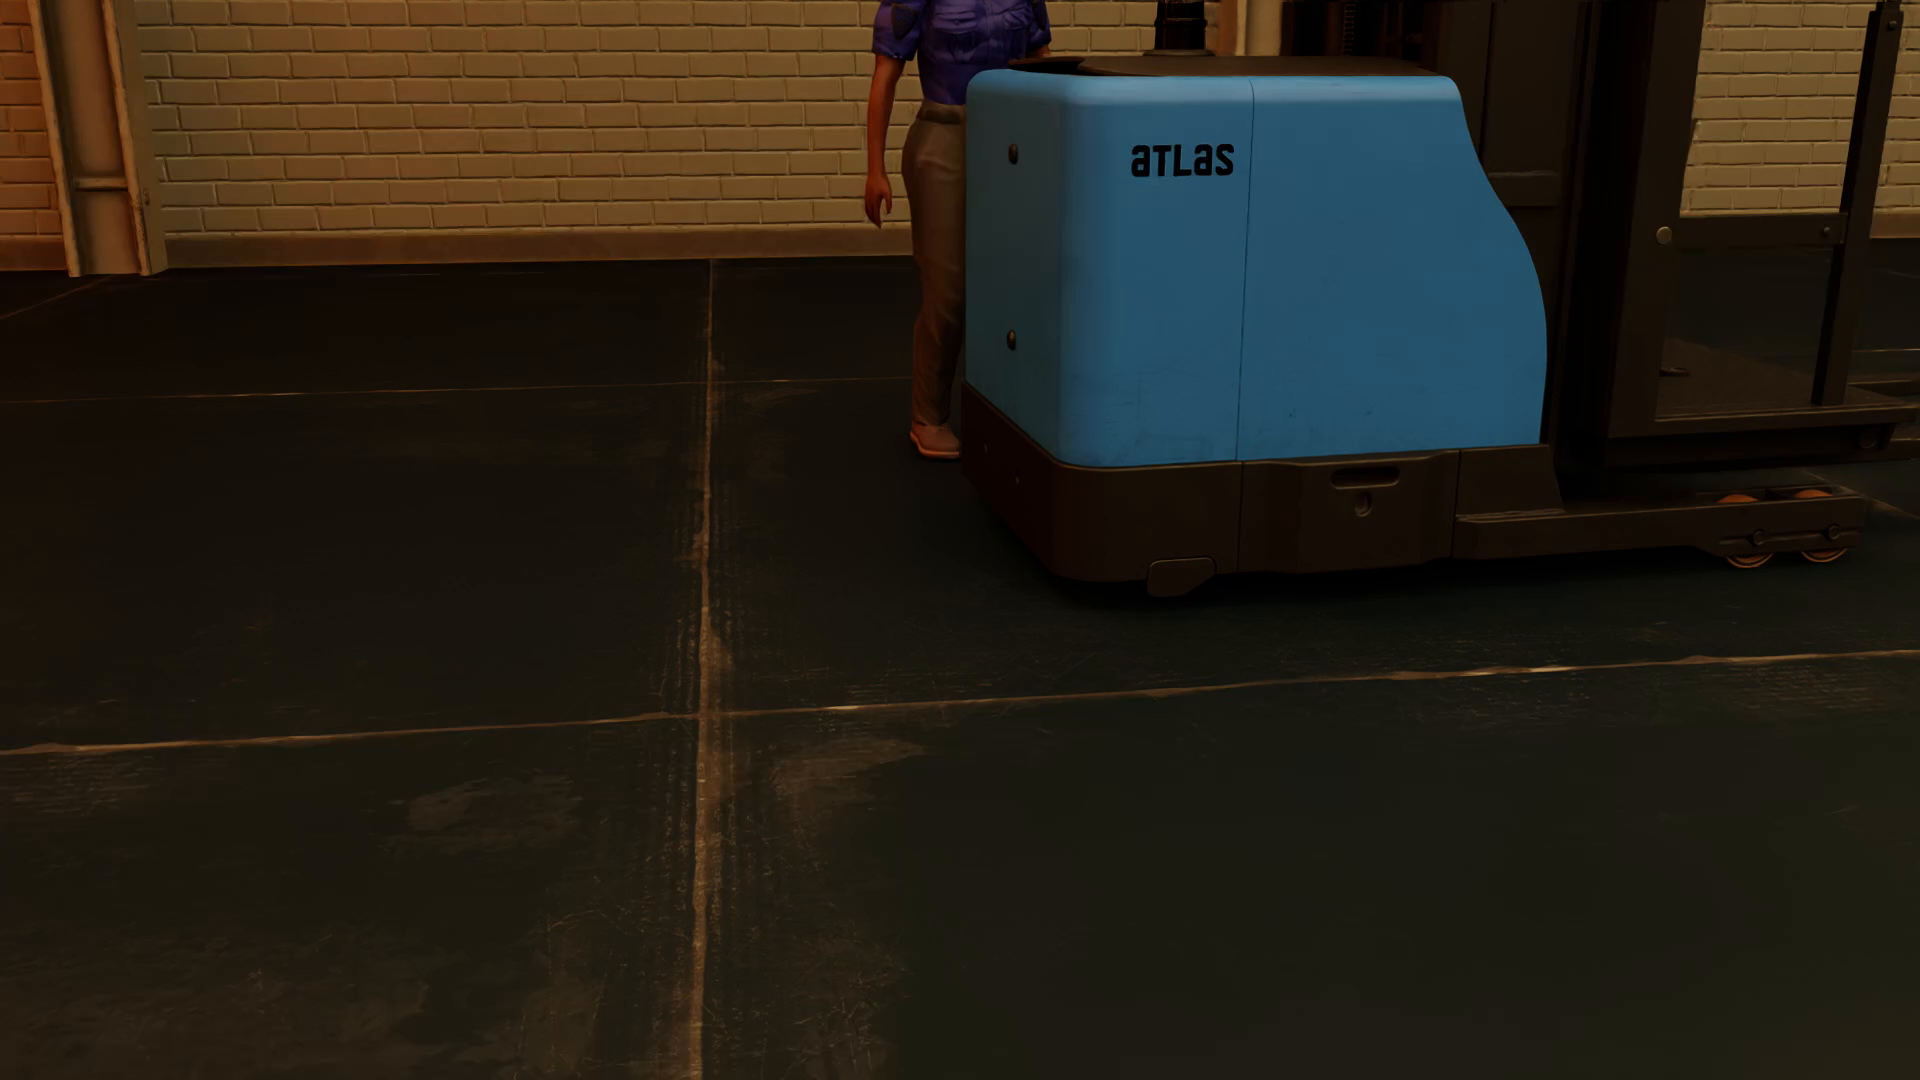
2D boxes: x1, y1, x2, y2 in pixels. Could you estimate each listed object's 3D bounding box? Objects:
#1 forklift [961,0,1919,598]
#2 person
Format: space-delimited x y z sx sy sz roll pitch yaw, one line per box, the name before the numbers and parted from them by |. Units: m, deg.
forklift | 1.574 -1.483 3.809 3.031 2.935 1.130 -4 17 -12
person | 0.064 -1.047 4.620 0.700 1.634 0.381 -10 19 -30
